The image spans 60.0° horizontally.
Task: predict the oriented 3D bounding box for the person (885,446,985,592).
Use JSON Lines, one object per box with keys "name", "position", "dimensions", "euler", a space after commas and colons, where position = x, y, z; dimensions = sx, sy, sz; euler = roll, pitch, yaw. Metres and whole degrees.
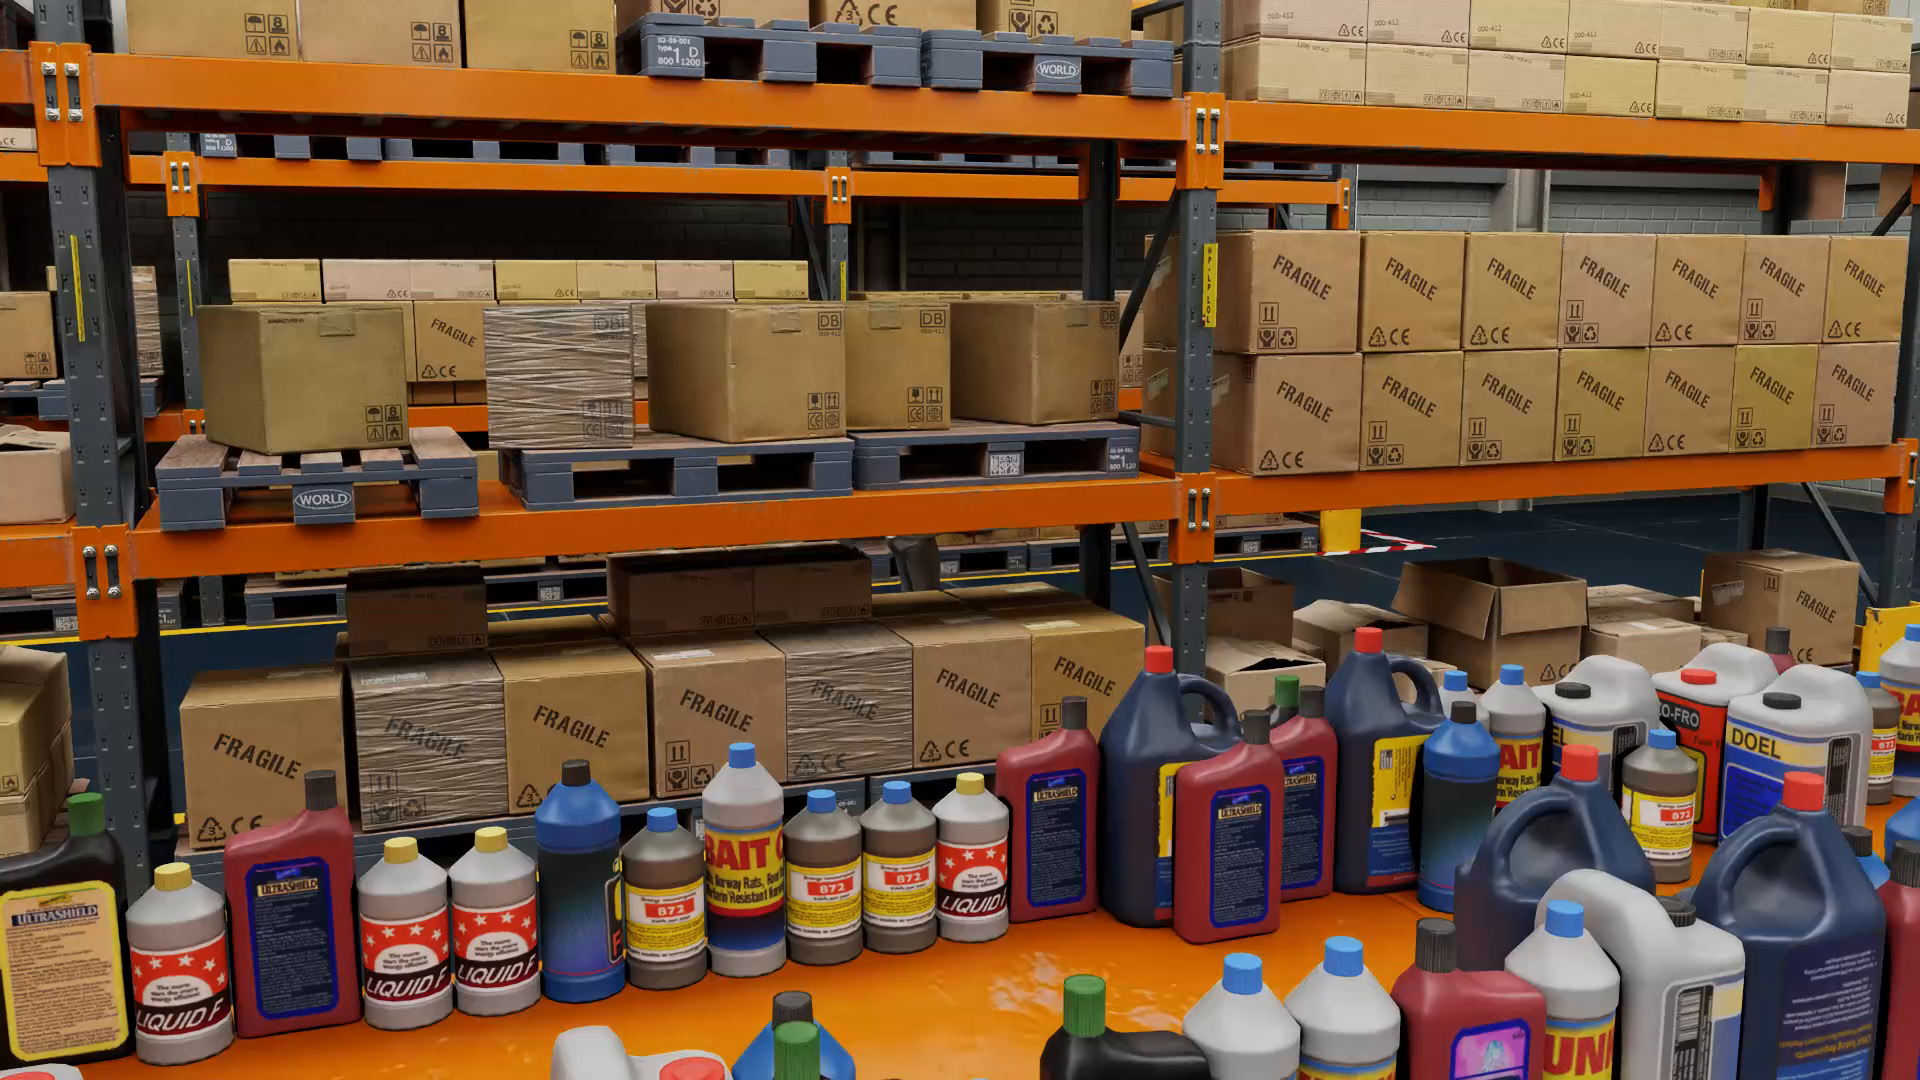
{"name": "person", "position": [-0.155, -0.020, 8.537], "dimensions": [0.500, 1.599, 0.375], "euler": [-4, 10, -22]}
